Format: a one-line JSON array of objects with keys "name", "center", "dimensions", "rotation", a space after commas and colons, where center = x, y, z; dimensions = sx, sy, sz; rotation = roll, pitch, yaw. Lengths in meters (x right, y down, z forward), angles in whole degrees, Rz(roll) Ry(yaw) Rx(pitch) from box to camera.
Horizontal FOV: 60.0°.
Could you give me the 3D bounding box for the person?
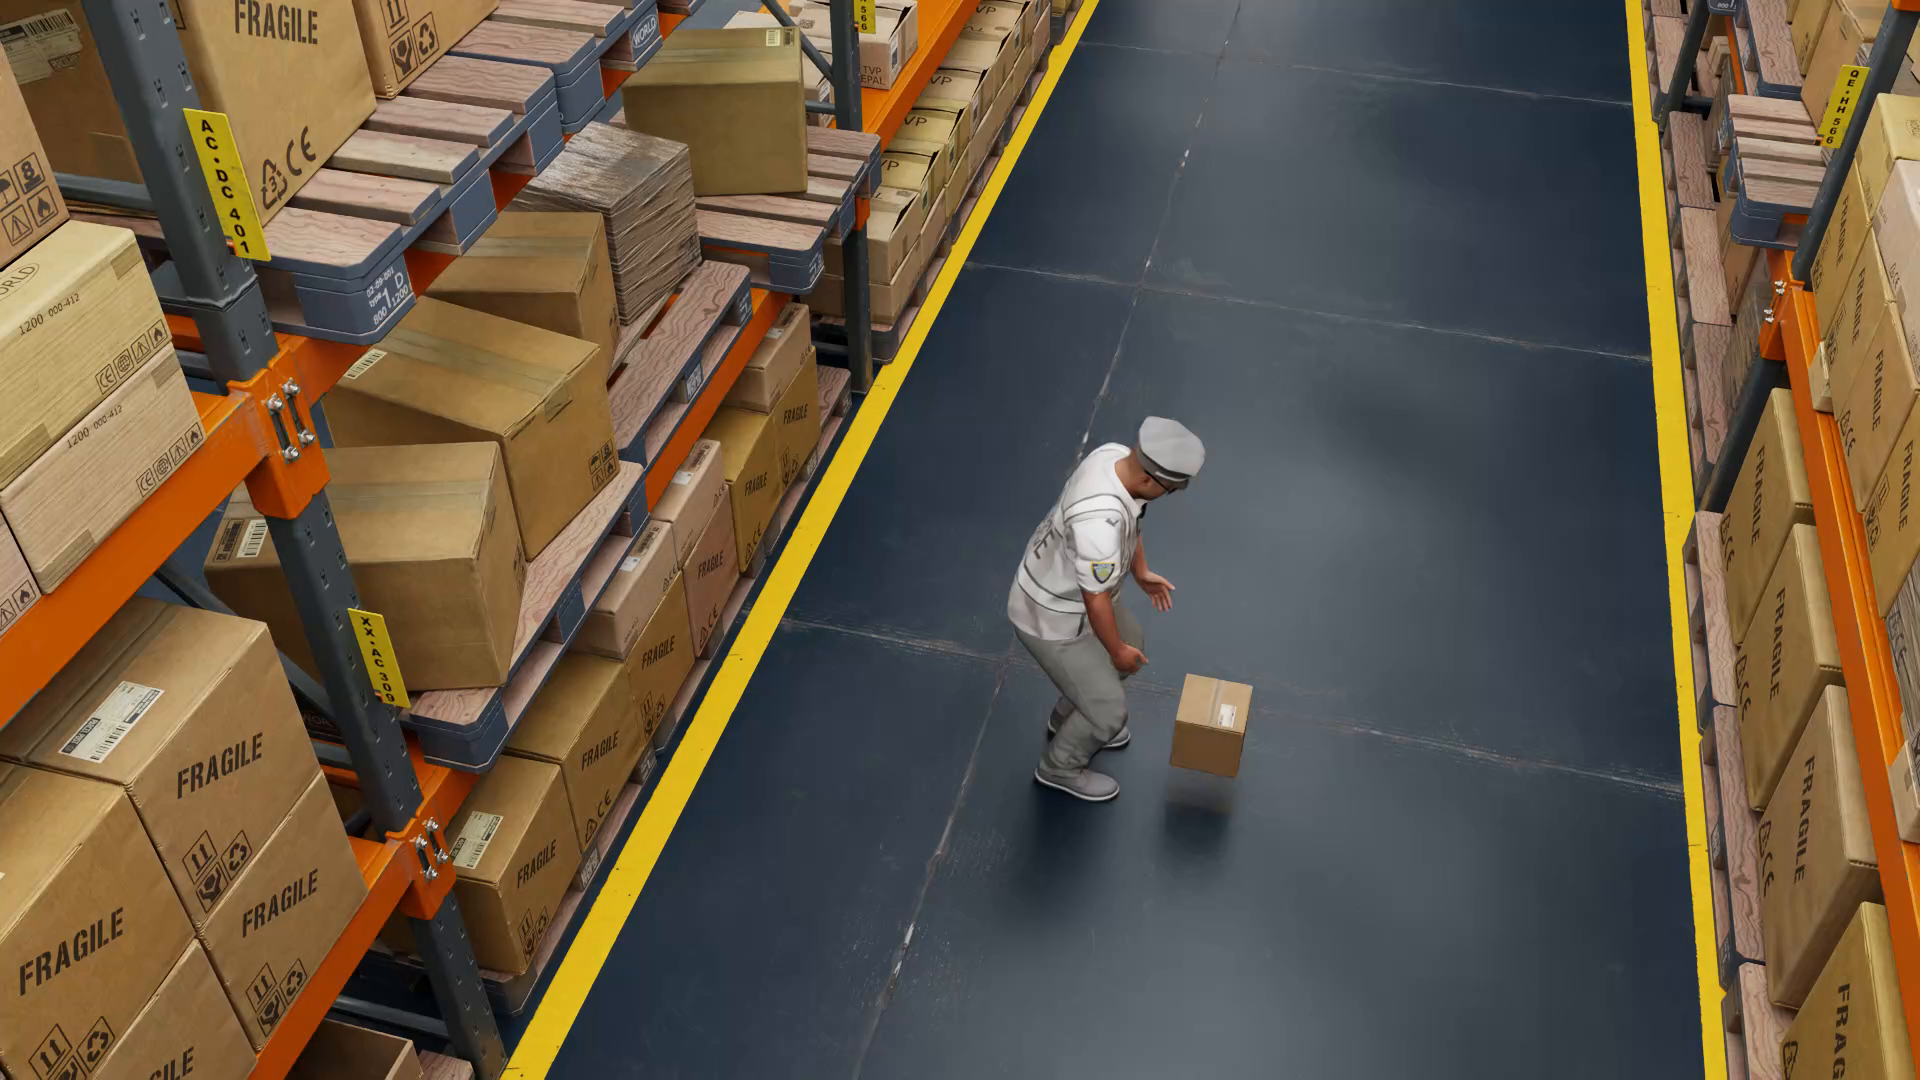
[{"name": "person", "center": [0.503, 0.231, 6.000], "dimensions": [0.629, 1.614, 0.578], "rotation": [11, 42, 12]}]
